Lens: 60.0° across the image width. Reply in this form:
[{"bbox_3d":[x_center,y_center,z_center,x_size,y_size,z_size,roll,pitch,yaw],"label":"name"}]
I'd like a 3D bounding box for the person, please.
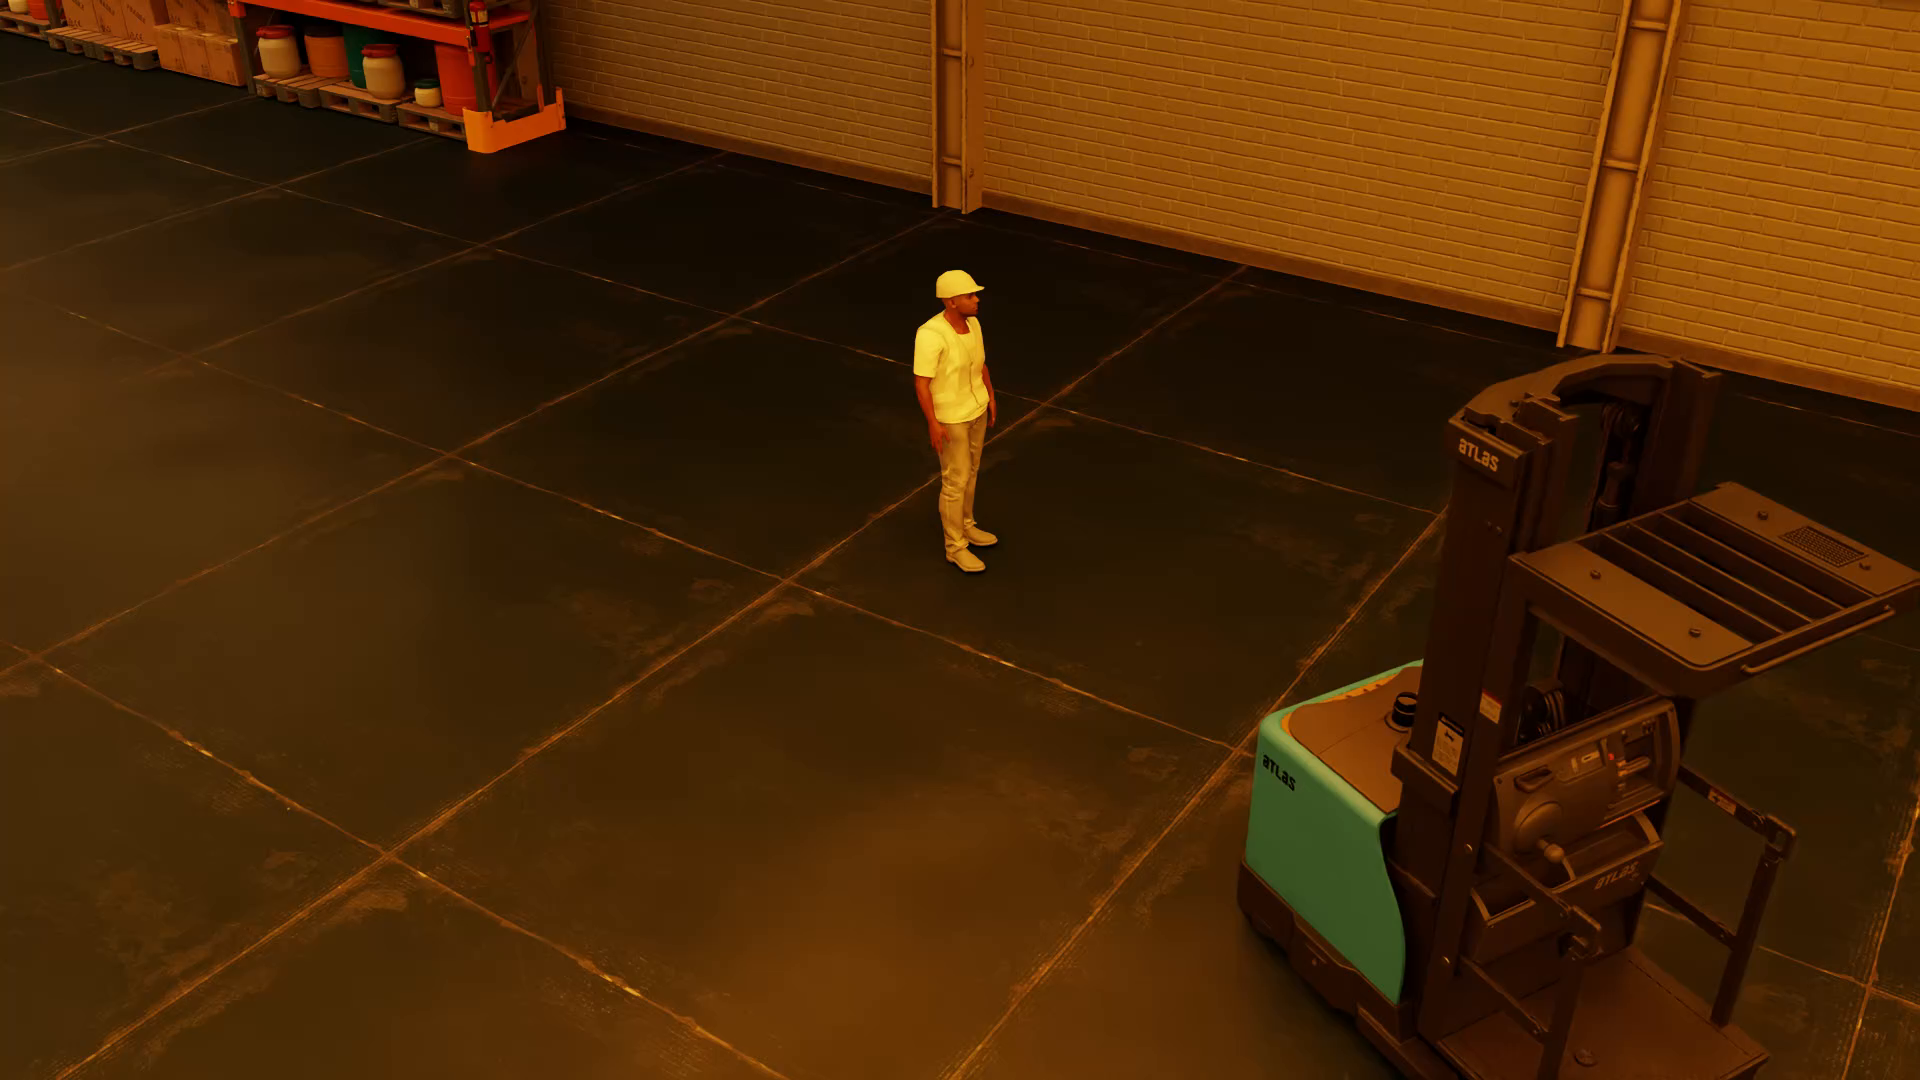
[{"bbox_3d":[0.054,-0.748,10.015,0.577,1.765,0.665,19,35,29],"label":"person"}]

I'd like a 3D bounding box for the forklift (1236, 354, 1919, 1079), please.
[{"bbox_3d":[2.416,0.941,5.961,1.130,2.935,3.031,-16,34,-25],"label":"forklift"}]
